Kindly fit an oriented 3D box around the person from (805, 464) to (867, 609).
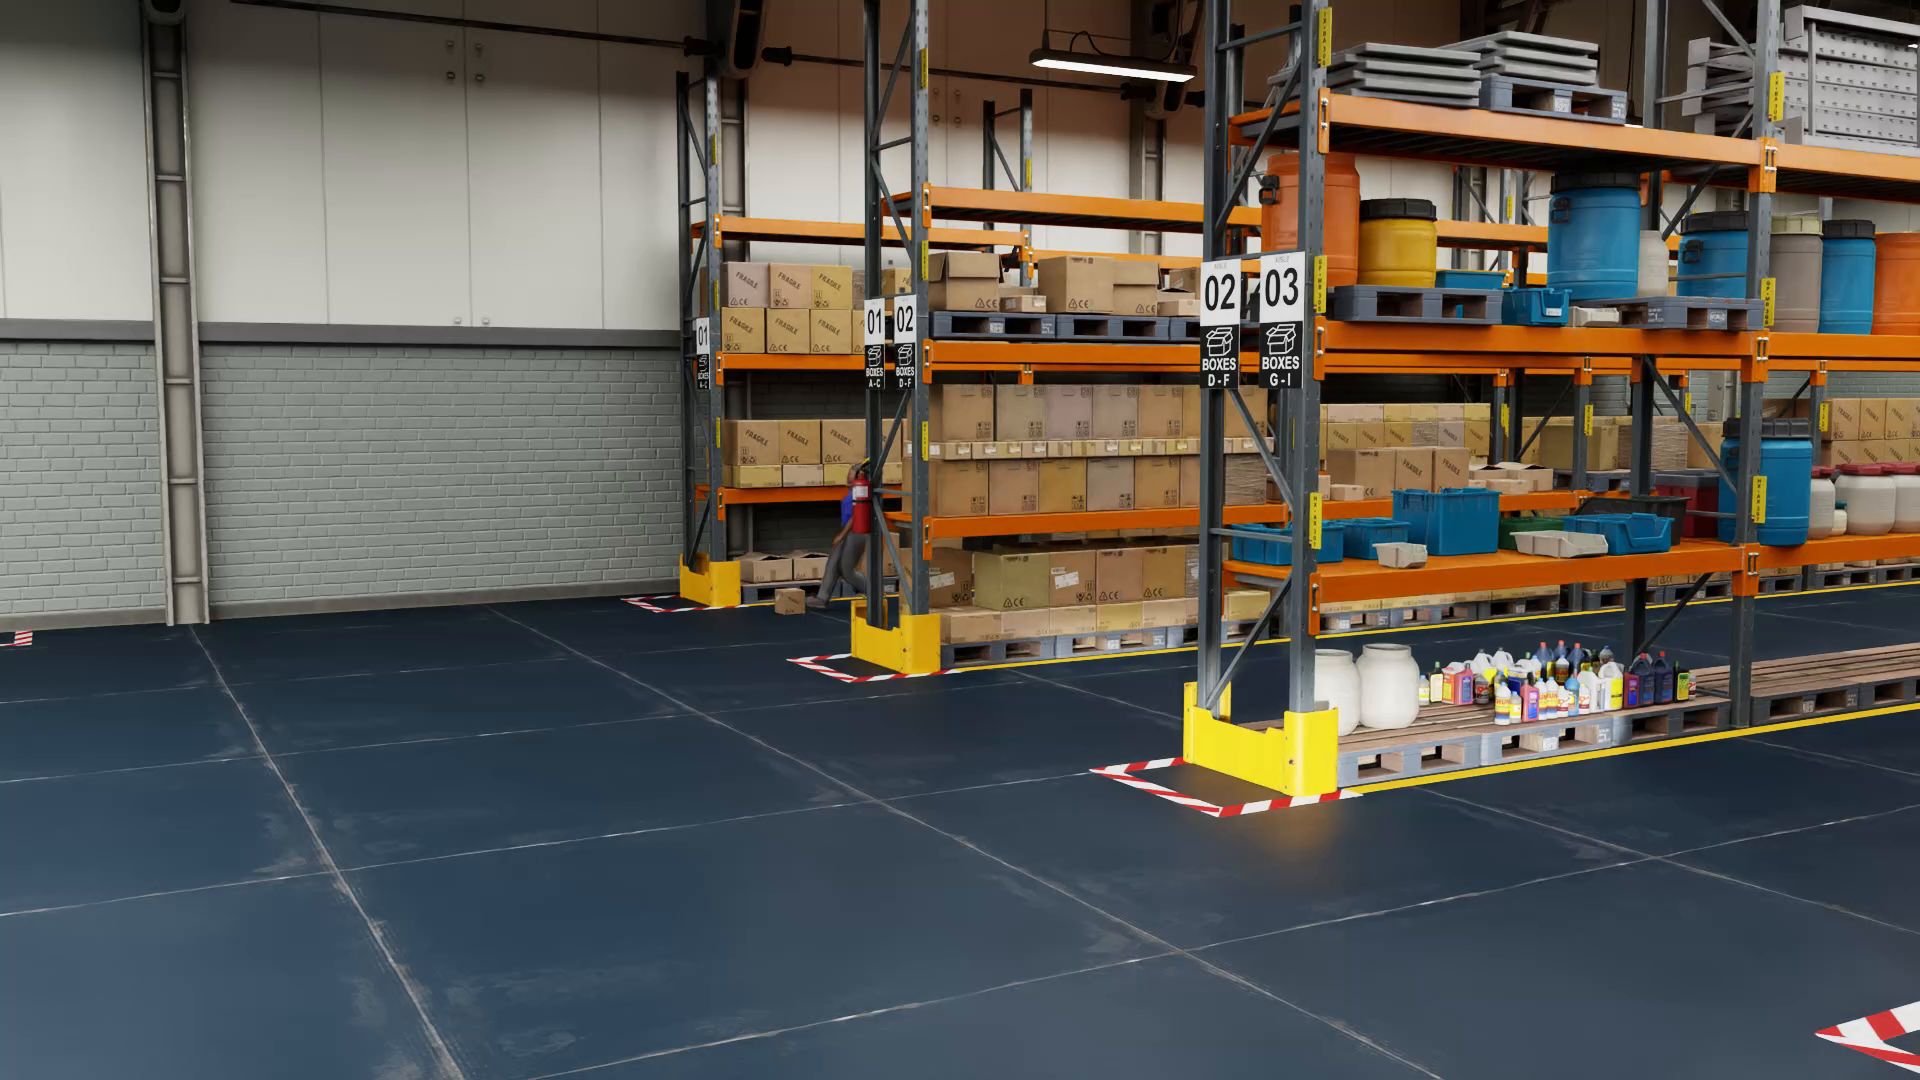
[{"bbox_3d":[-1.290,-0.031,18.071,0.901,1.582,0.496,-1,5,-10],"label":"person"}]
